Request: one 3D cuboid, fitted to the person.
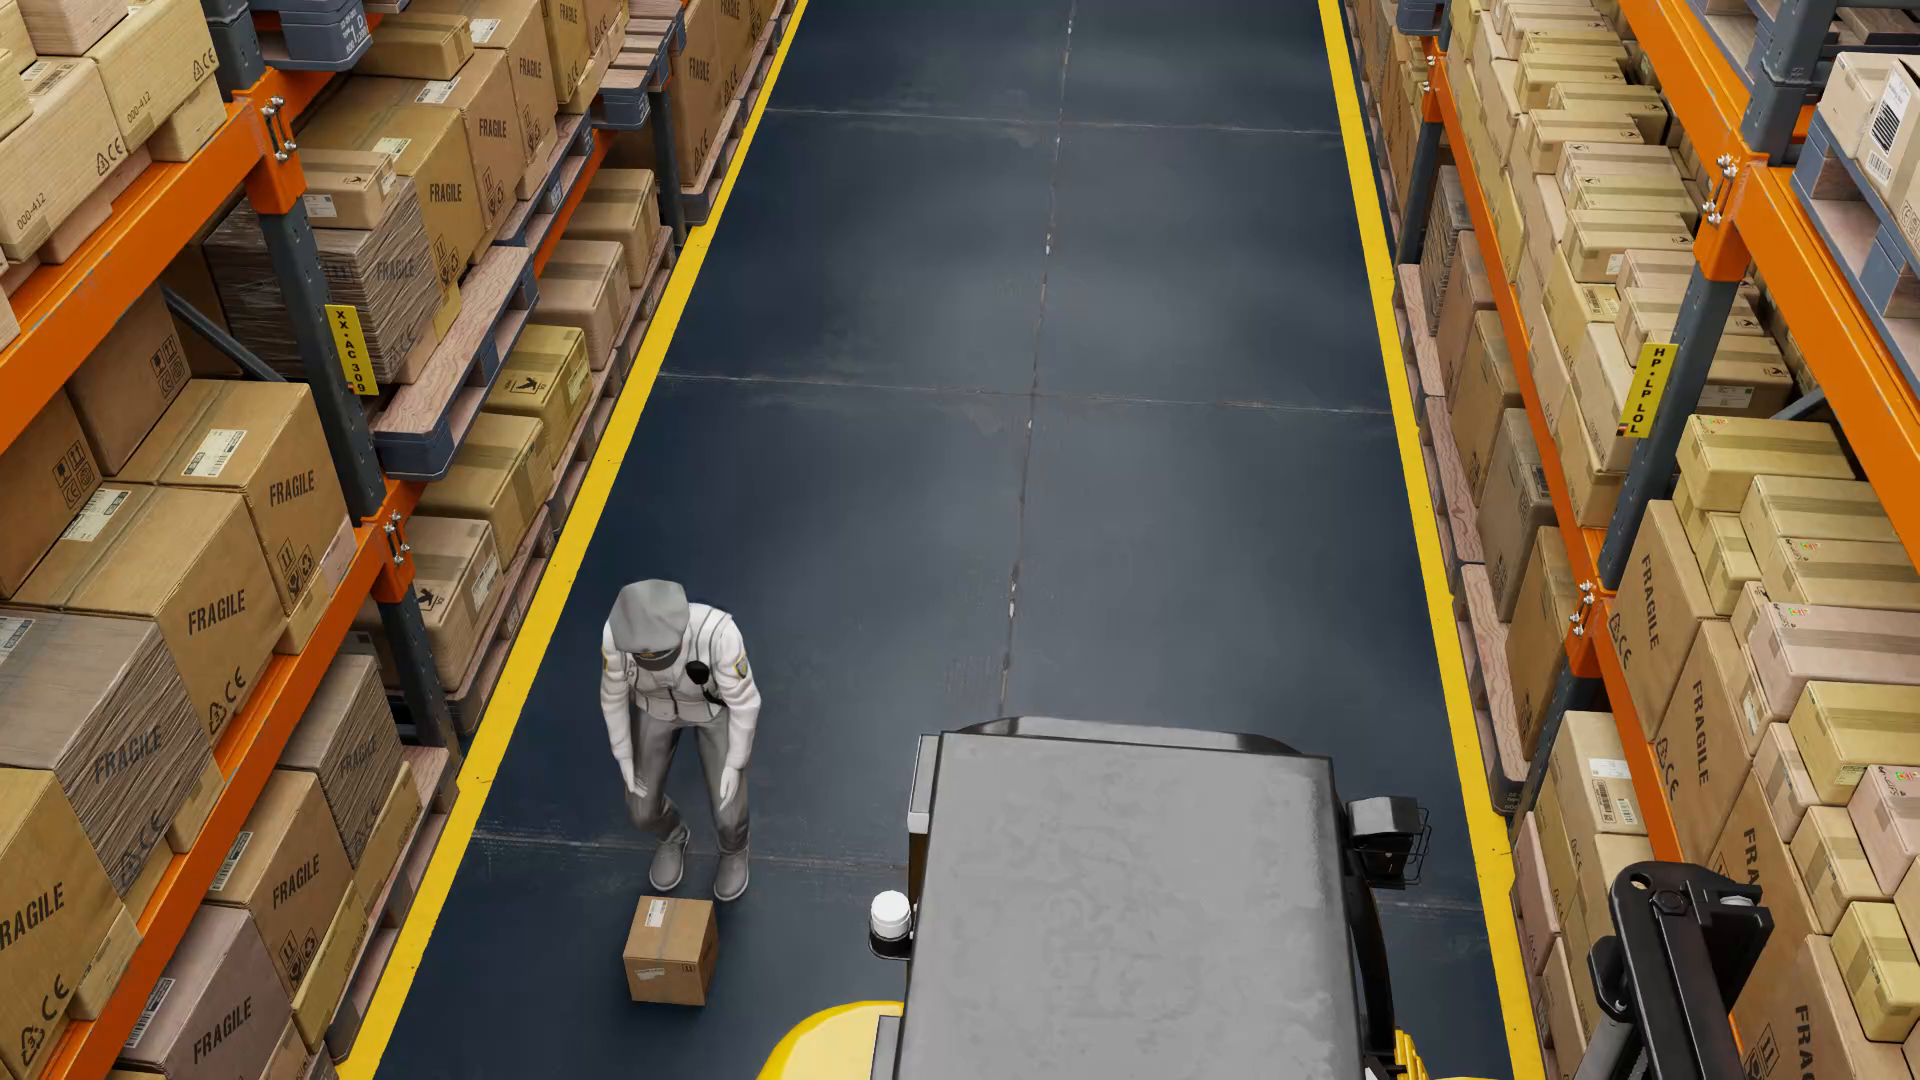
[{"bbox_3d":[-0.906,0.640,5.538,0.529,1.501,0.612,4,40,4],"label":"person"}]
